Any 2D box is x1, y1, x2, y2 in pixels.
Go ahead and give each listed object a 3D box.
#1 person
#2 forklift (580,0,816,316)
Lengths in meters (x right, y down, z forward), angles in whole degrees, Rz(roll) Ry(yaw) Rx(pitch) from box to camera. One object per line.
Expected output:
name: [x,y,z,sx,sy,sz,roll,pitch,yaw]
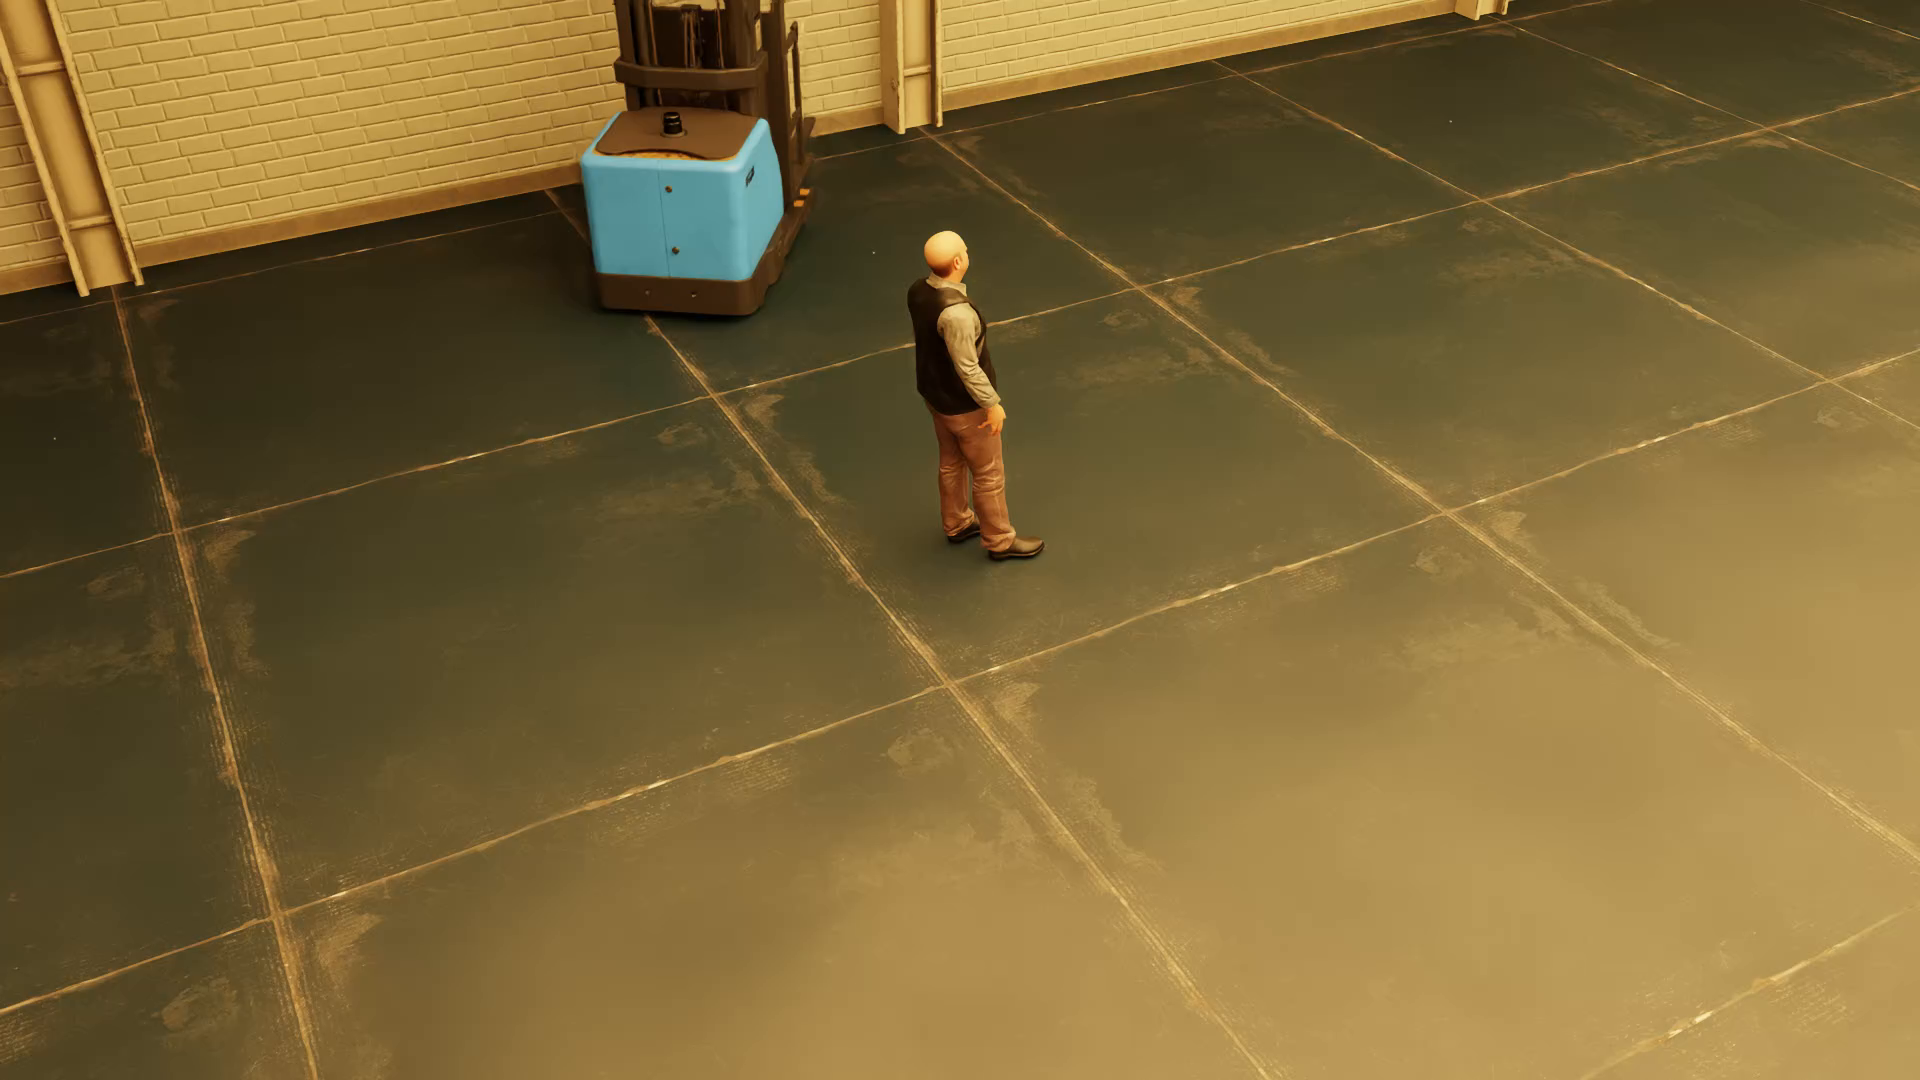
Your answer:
person: [0.058,-0.721,8.179,0.568,1.720,0.632,-17,39,-23]
forklift: [-1.646,-3.457,11.014,1.130,2.935,3.031,4,35,6]
